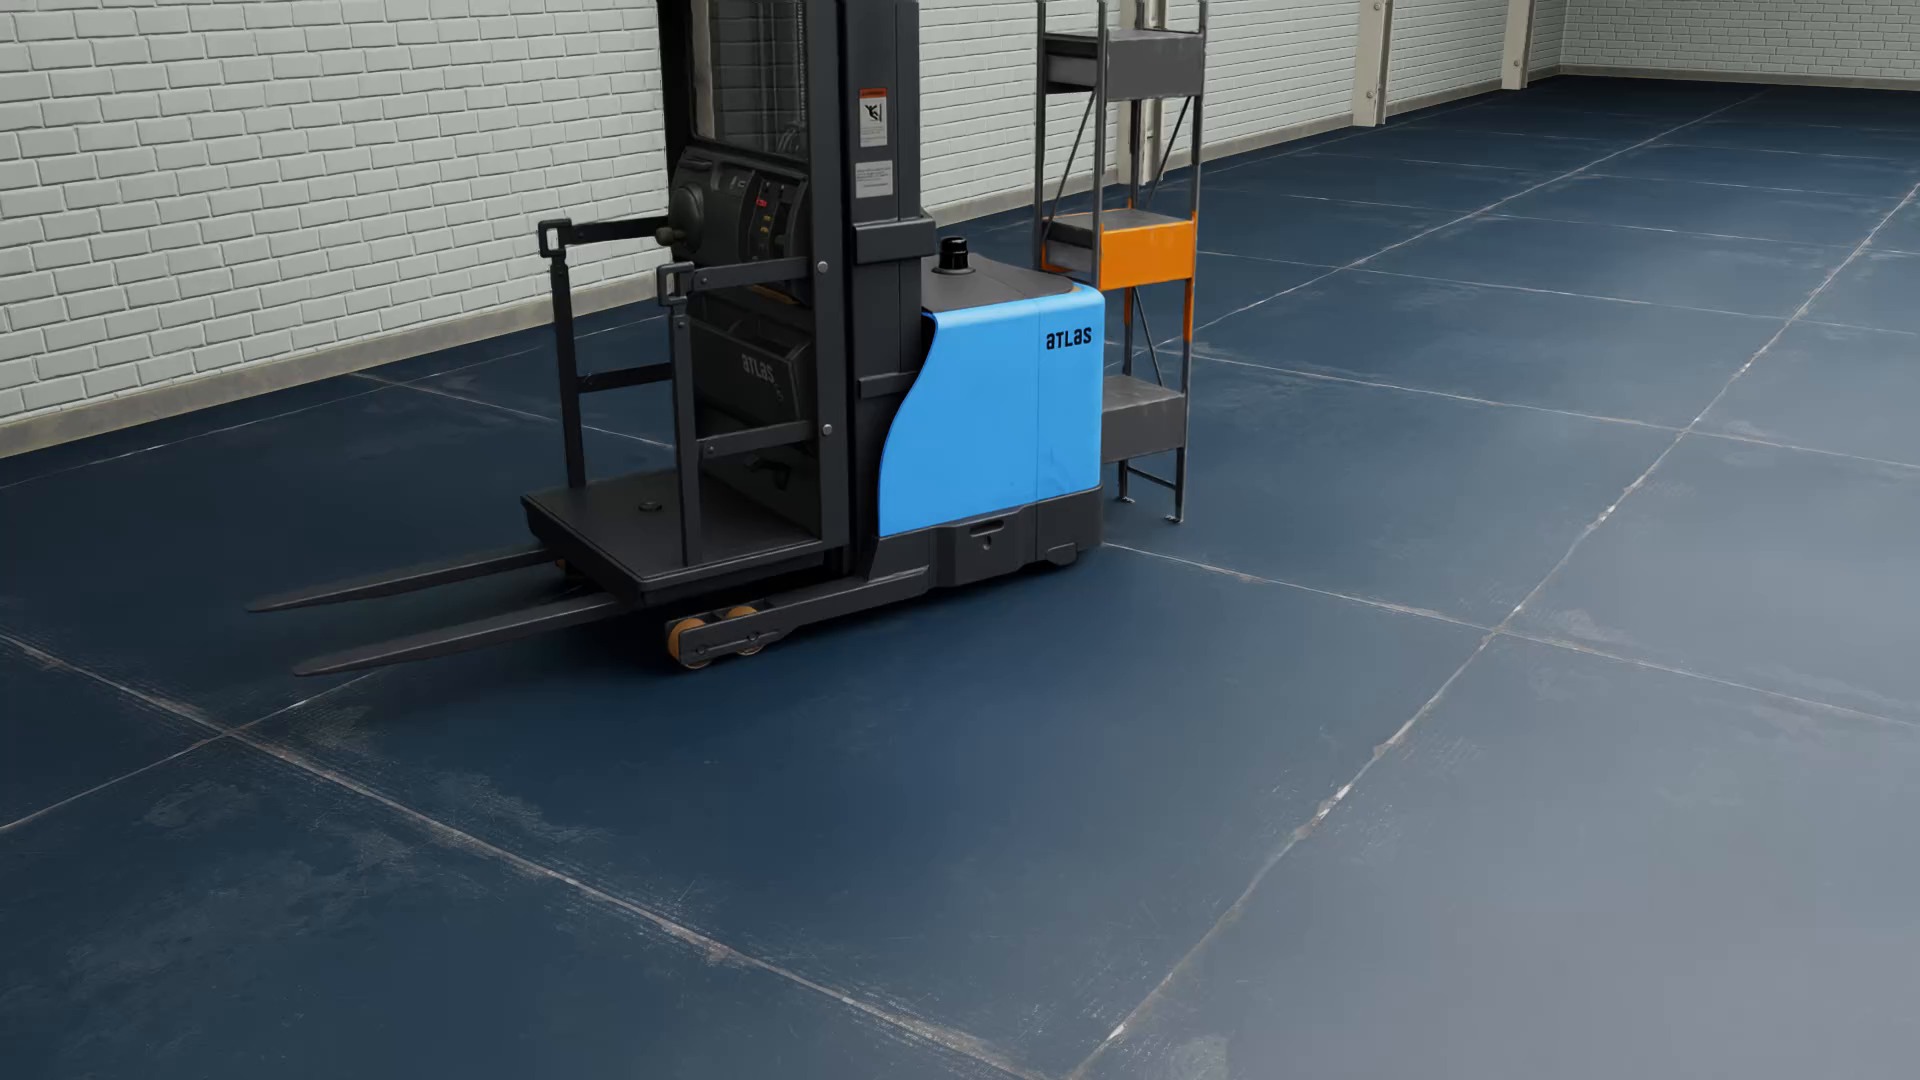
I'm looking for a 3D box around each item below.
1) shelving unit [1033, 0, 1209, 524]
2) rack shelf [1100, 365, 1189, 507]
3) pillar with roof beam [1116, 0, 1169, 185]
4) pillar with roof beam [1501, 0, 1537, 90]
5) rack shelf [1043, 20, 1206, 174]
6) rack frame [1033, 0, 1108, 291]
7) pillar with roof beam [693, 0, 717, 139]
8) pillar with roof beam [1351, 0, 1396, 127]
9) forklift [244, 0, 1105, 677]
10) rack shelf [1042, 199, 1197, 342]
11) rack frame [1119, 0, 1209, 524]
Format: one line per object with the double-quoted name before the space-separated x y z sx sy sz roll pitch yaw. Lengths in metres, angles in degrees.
"shelving unit" 0.613 -1.063 6.612 0.503 2.100 0.431 -13 24 -32
"rack shelf" 0.613 -0.394 6.860 0.480 0.518 0.431 -13 24 -32
"pillar with roof beam" 5.298 -6.872 12.372 9.100 9.000 0.400 13 24 32
"pillar with roof beam" 12.044 -10.315 21.680 9.100 9.000 0.400 13 24 32
"rack shelf" 0.613 -1.707 6.374 0.480 0.518 0.431 -13 24 -32
"rack frame" 0.412 -1.015 6.482 0.015 2.100 0.400 -13 24 -32
"pillar with roof beam" 1.925 -5.150 7.718 9.100 9.000 0.400 13 24 32
"pillar with roof beam" 8.671 -8.593 17.026 9.100 9.000 0.400 13 24 32
"forklift" -0.946 -1.149 5.647 3.031 2.935 1.130 -13 24 -32
"rack shelf" 0.613 -1.050 6.617 0.480 0.518 0.431 -13 24 -32
"rack frame" 0.814 -1.111 6.742 0.015 2.100 0.400 -13 24 -32
